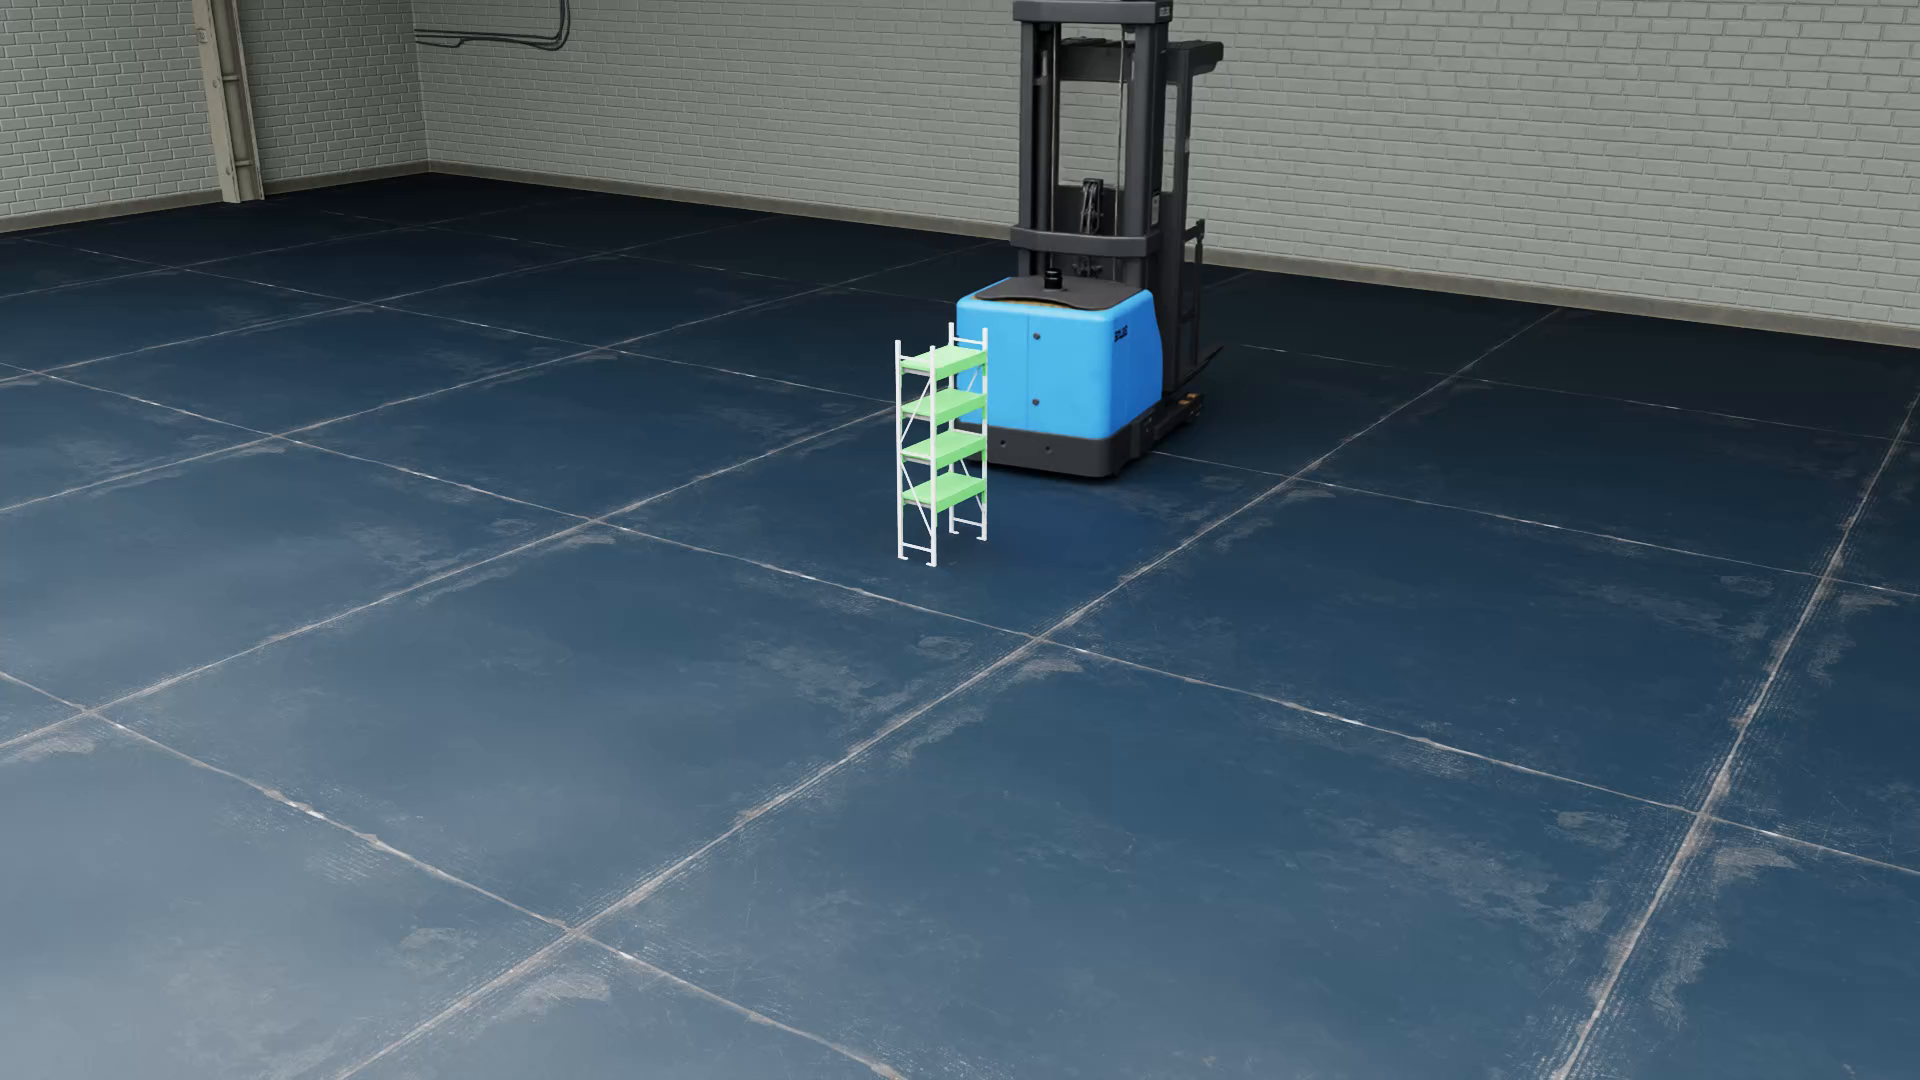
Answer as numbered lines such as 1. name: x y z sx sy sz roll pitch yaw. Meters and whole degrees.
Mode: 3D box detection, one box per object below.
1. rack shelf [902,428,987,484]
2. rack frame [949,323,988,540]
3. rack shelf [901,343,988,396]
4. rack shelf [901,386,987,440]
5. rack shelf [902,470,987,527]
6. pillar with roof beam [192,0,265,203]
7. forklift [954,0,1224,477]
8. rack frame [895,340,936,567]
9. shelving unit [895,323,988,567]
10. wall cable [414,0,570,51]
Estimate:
1. rack shelf: -0.093 -0.455 8.951 0.258 0.148 0.480 13 24 32
2. rack frame: 0.044 -0.585 9.118 0.240 1.200 0.015 13 24 32
3. rack shelf: -0.093 -0.906 8.784 0.258 0.148 0.480 13 24 32
4. rack shelf: -0.093 -0.680 8.867 0.258 0.148 0.480 13 24 32
5. rack shelf: -0.093 -0.230 9.034 0.258 0.148 0.480 13 24 32
6. pillar with roof beam: -5.364 -7.617 16.885 9.100 9.000 0.400 13 24 32
7. forklift: 1.050 -2.227 11.061 1.130 2.935 3.031 9 22 24
8. rack frame: -0.230 -0.445 8.739 0.240 1.200 0.015 13 24 32
9. shelving unit: -0.093 -0.515 8.928 0.258 1.200 0.503 13 24 32
10. wall cable: -6.174 -7.587 21.281 3.097 2.526 0.112 13 24 32
